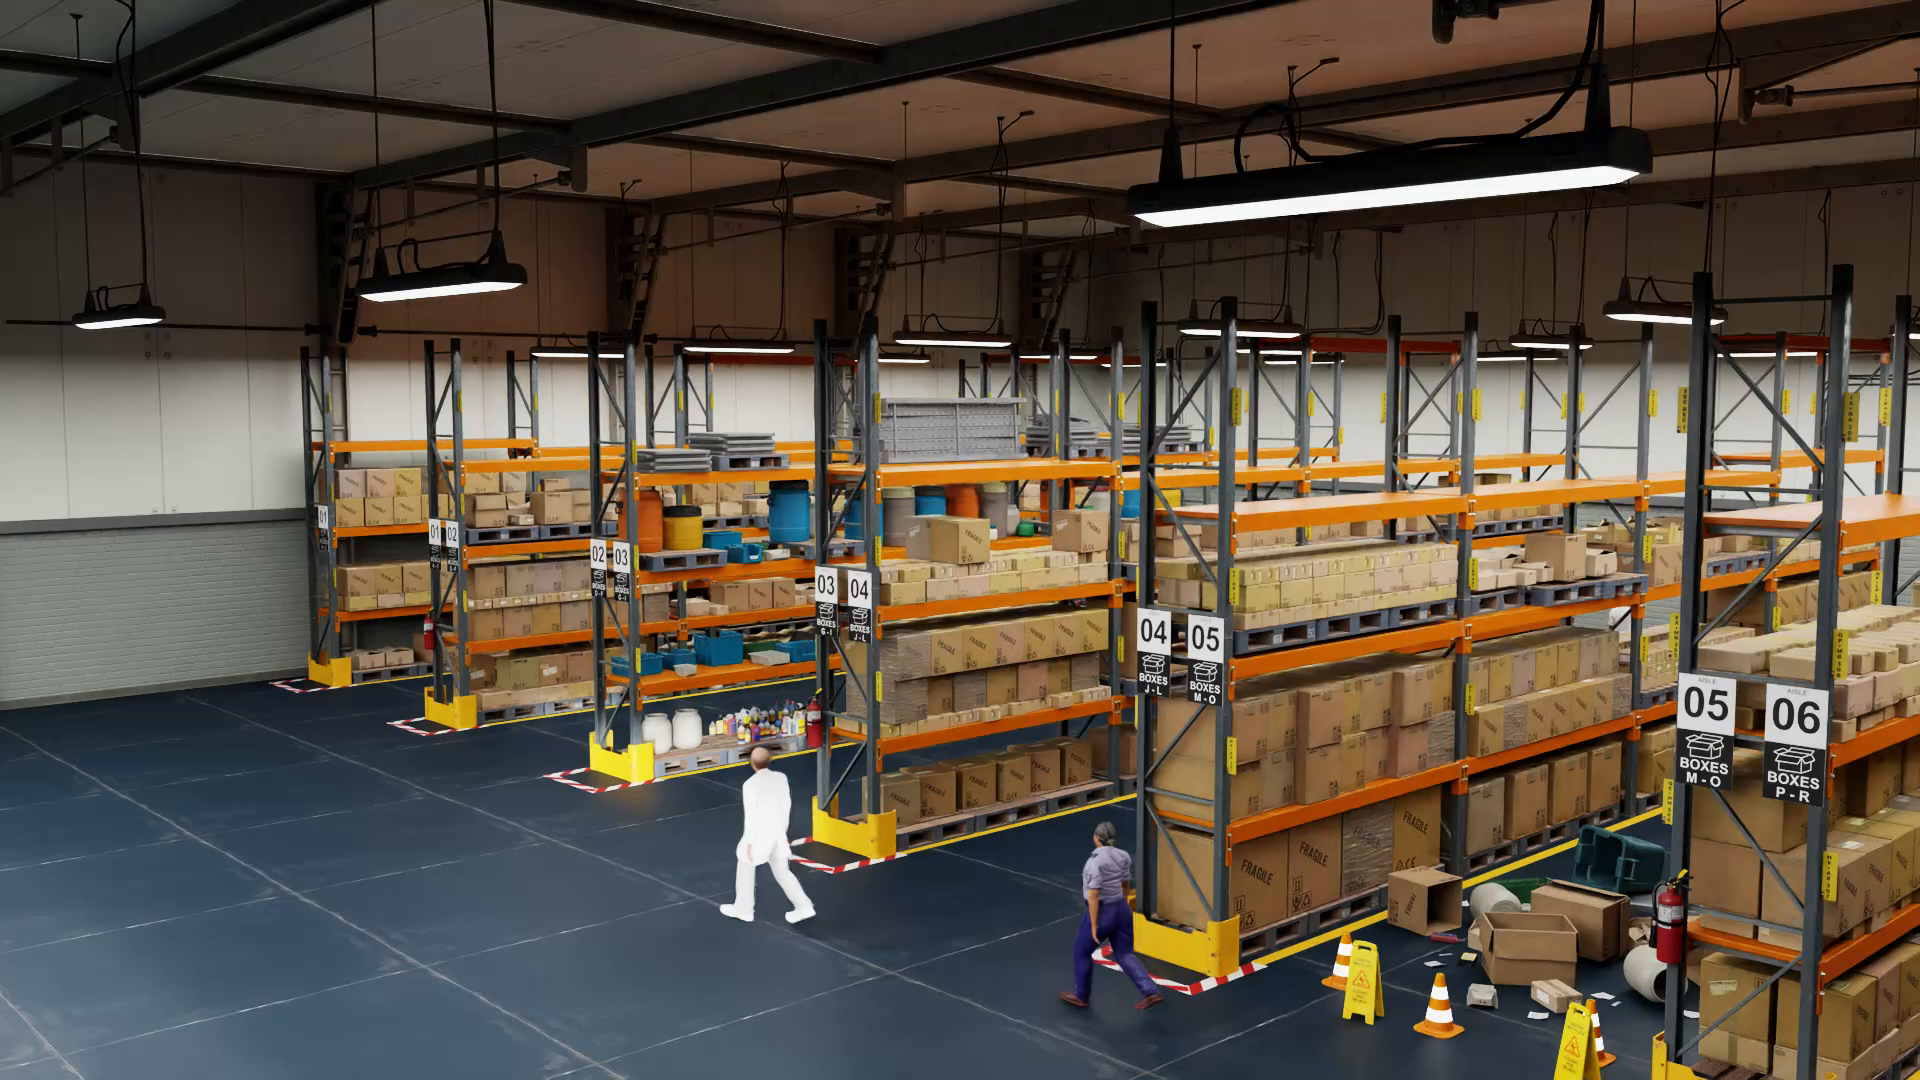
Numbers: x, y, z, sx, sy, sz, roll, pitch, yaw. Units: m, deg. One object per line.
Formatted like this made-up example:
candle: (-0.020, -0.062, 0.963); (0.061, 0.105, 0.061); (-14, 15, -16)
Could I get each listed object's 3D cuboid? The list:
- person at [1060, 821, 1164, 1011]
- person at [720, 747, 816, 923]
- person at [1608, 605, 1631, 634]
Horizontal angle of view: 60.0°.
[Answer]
person: (1.245, 3.139, 13.832); (0.481, 1.603, 0.962); (-5, 7, -42)
person: (-1.861, 2.874, 16.137); (1.112, 1.736, 0.637); (4, 6, 37)
person: (11.434, 1.763, 28.524); (0.641, 1.758, 0.464); (5, 7, 43)
